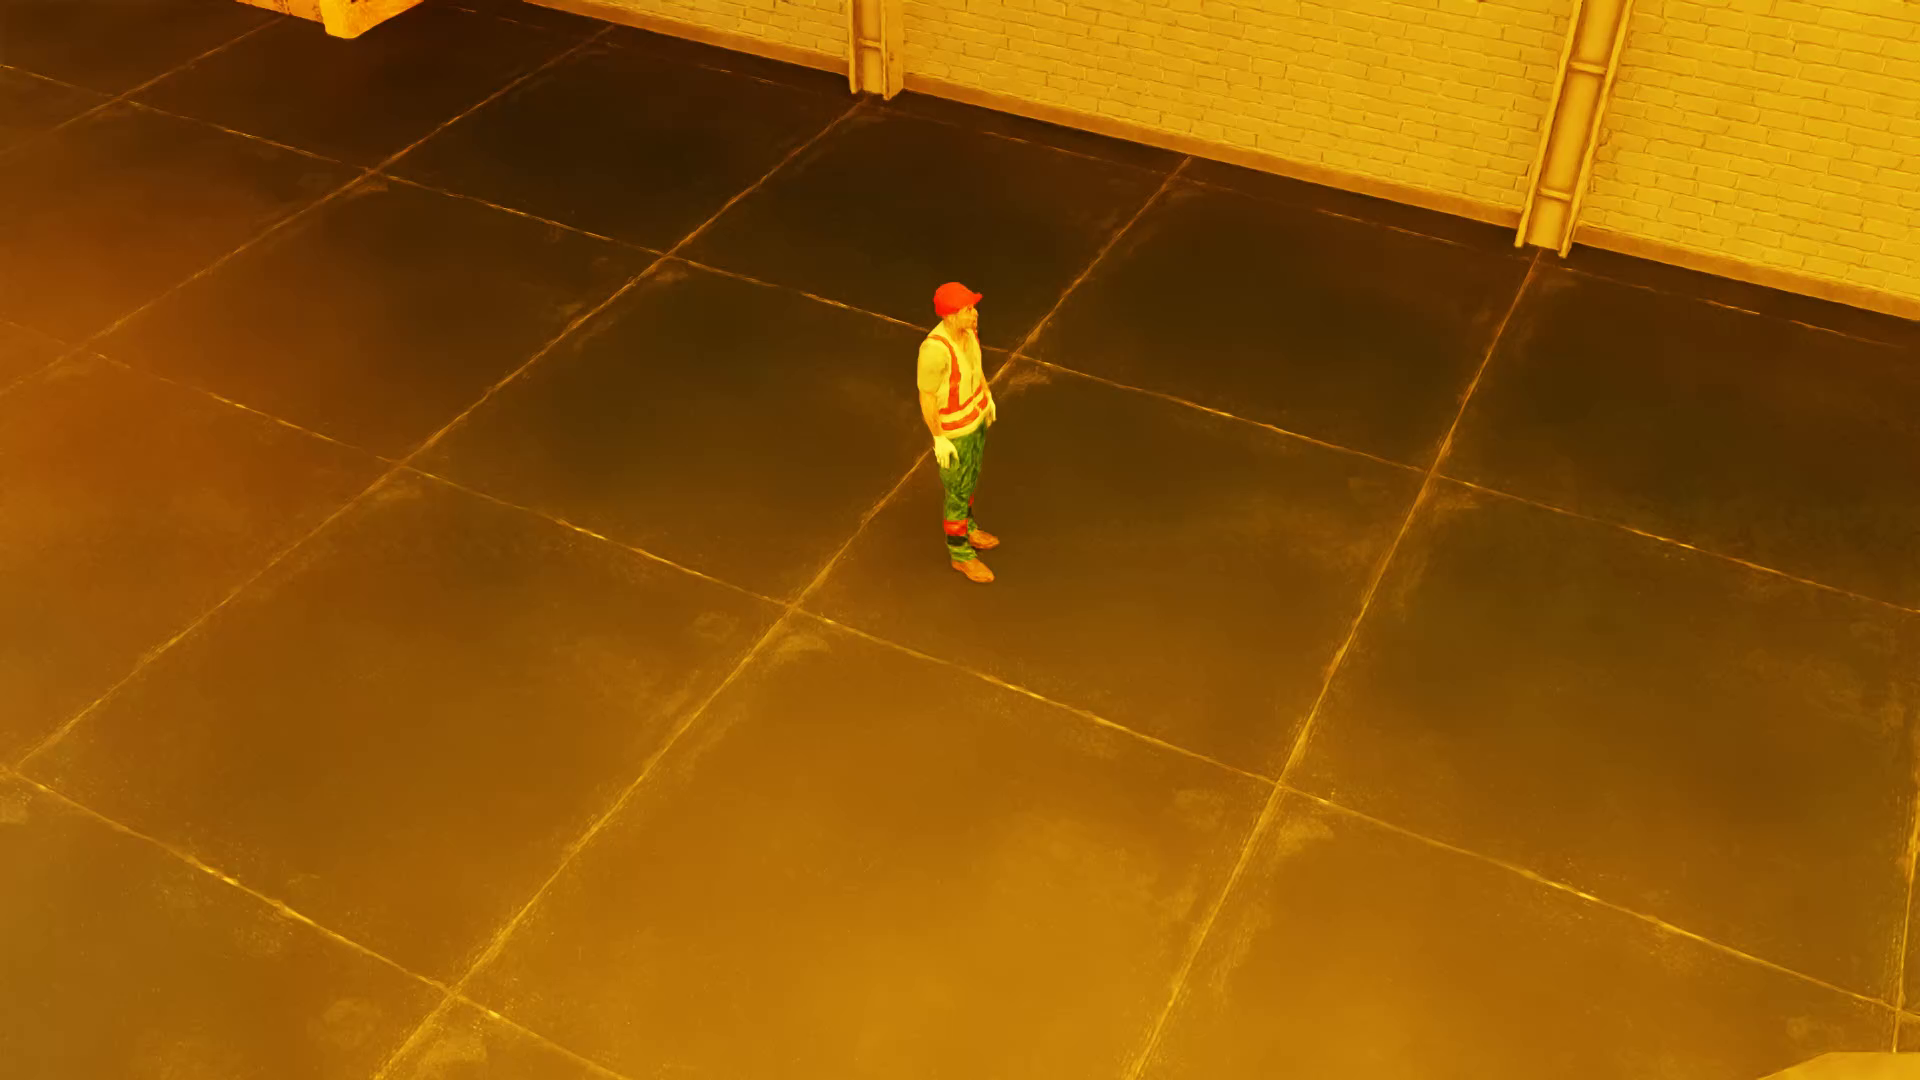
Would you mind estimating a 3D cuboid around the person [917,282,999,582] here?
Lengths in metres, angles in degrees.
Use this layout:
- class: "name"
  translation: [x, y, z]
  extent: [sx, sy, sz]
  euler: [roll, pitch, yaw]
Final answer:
- class: "person"
  translation: [0.066, -0.659, 9.645]
  extent: [0.563, 1.787, 0.637]
  euler: [18, 43, 21]

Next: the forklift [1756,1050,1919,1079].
- class: "forklift"
  translation: [2.356, 2.896, 4.548]
  extent: [1.130, 2.935, 3.031]
  euler: [-14, 42, -16]
